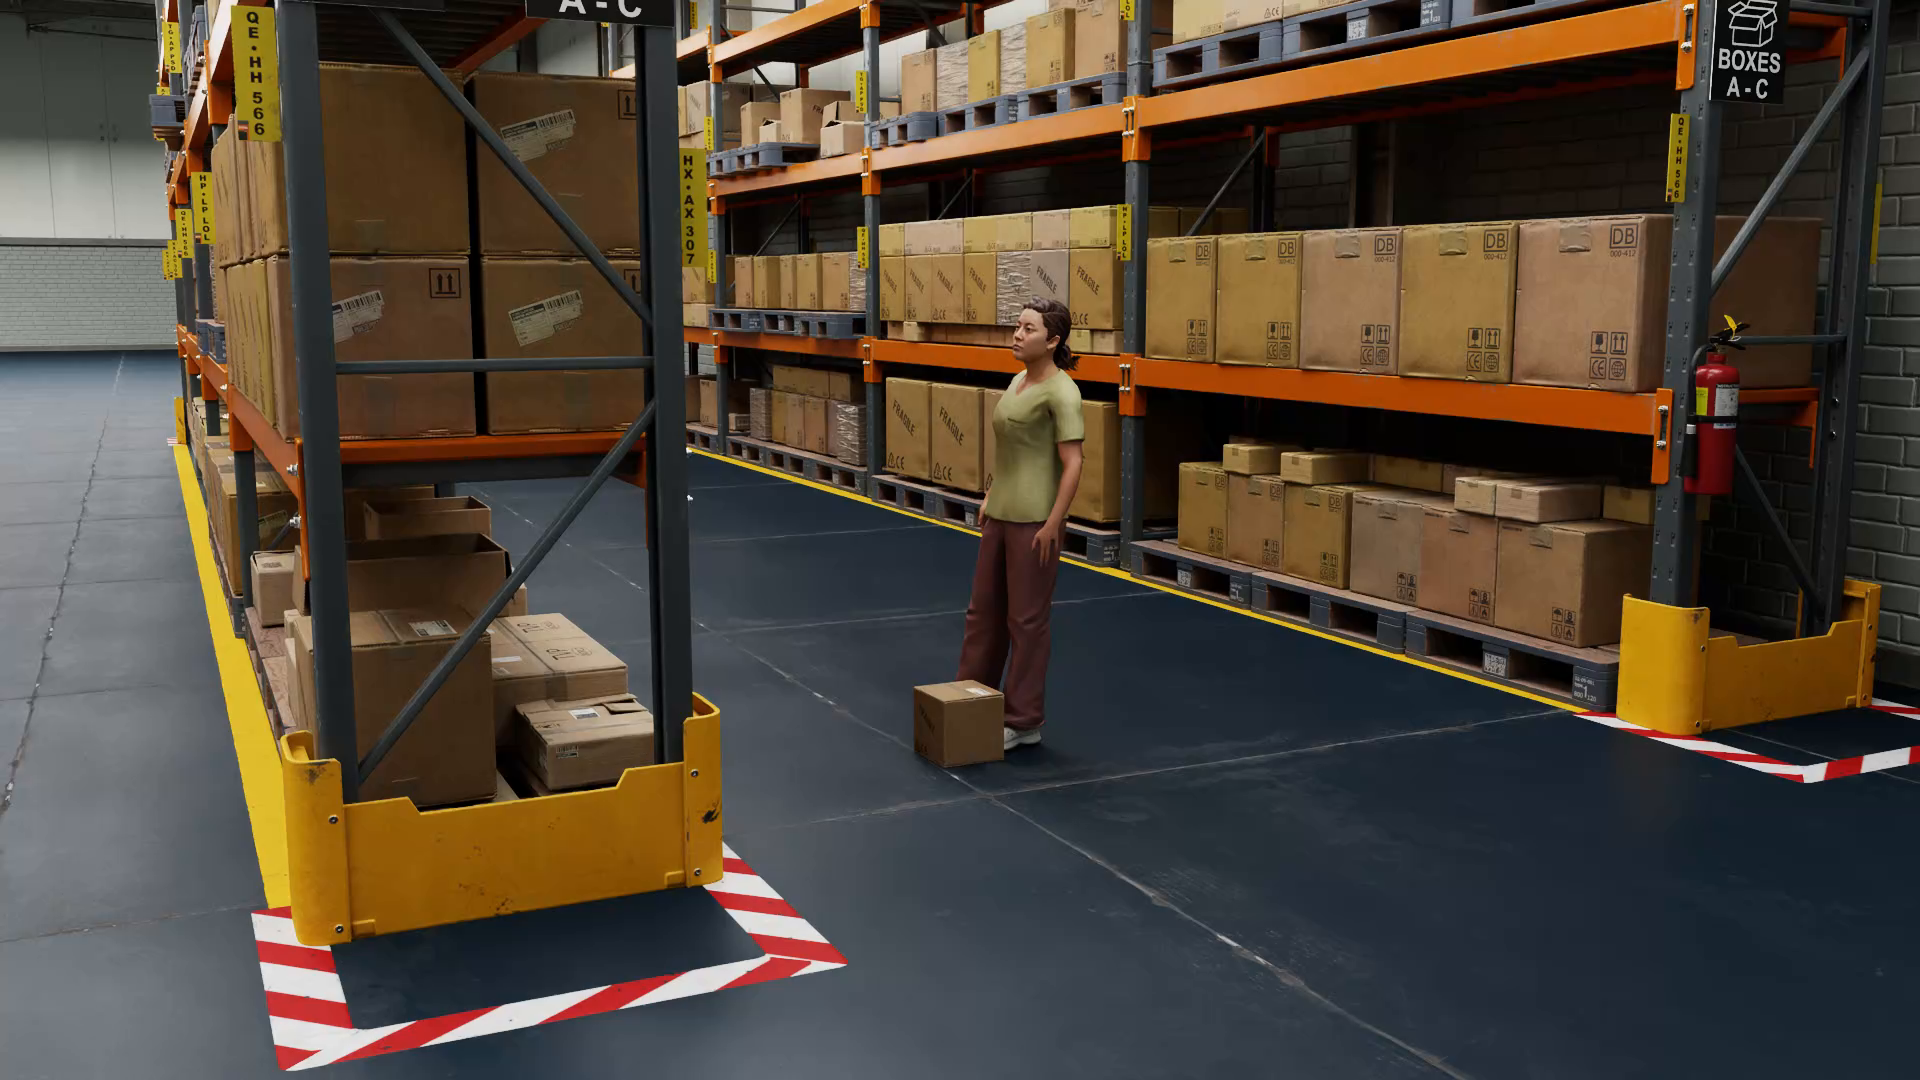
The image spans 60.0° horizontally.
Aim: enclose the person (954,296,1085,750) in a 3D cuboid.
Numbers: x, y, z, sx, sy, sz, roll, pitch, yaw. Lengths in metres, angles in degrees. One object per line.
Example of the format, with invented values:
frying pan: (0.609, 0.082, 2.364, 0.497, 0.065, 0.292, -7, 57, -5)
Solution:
person: (0.175, -0.055, 6.153, 0.548, 1.674, 0.552, -4, 10, -26)
